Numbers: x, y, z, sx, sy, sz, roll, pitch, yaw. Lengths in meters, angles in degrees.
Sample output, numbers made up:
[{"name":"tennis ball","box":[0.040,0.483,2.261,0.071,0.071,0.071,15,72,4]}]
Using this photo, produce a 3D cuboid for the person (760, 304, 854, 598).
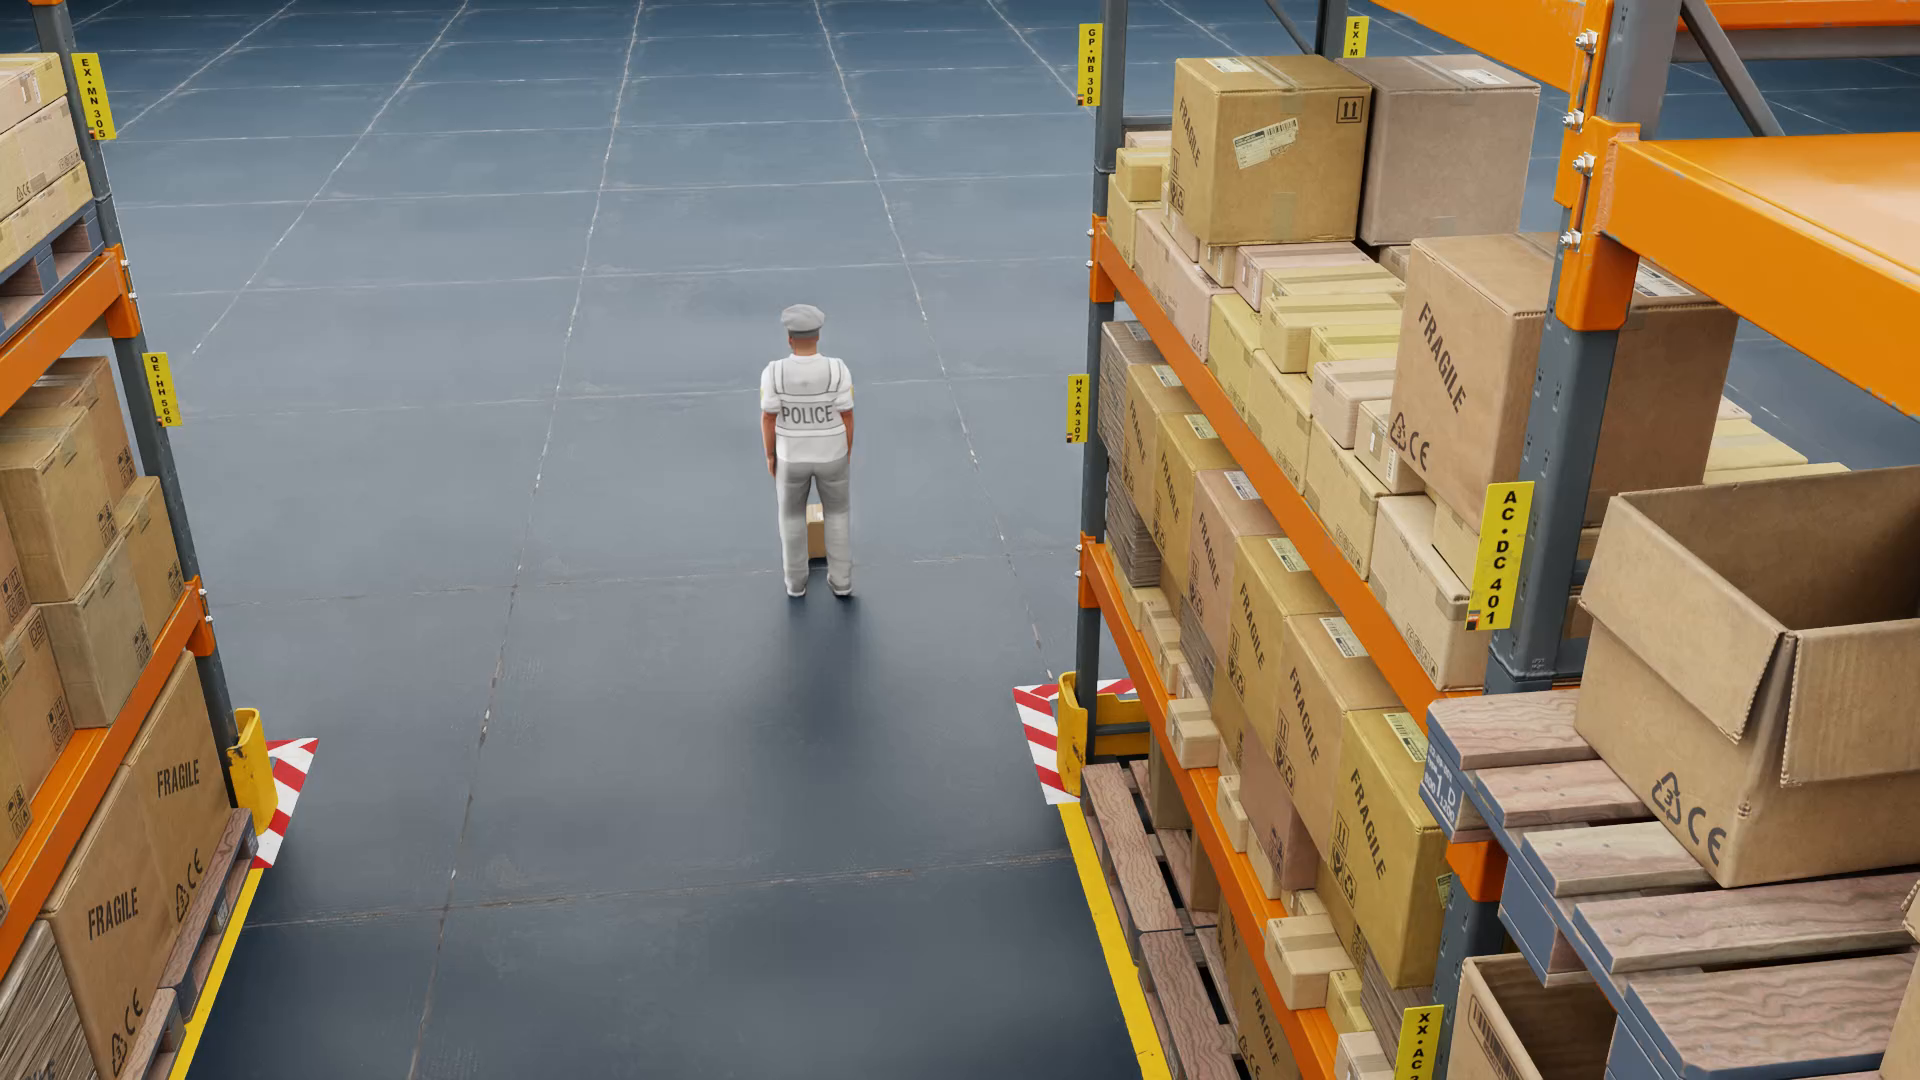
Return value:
[{"name":"person","box":[-0.872,-0.497,9.596,0.527,1.767,0.393,-3,27,-6]}]
